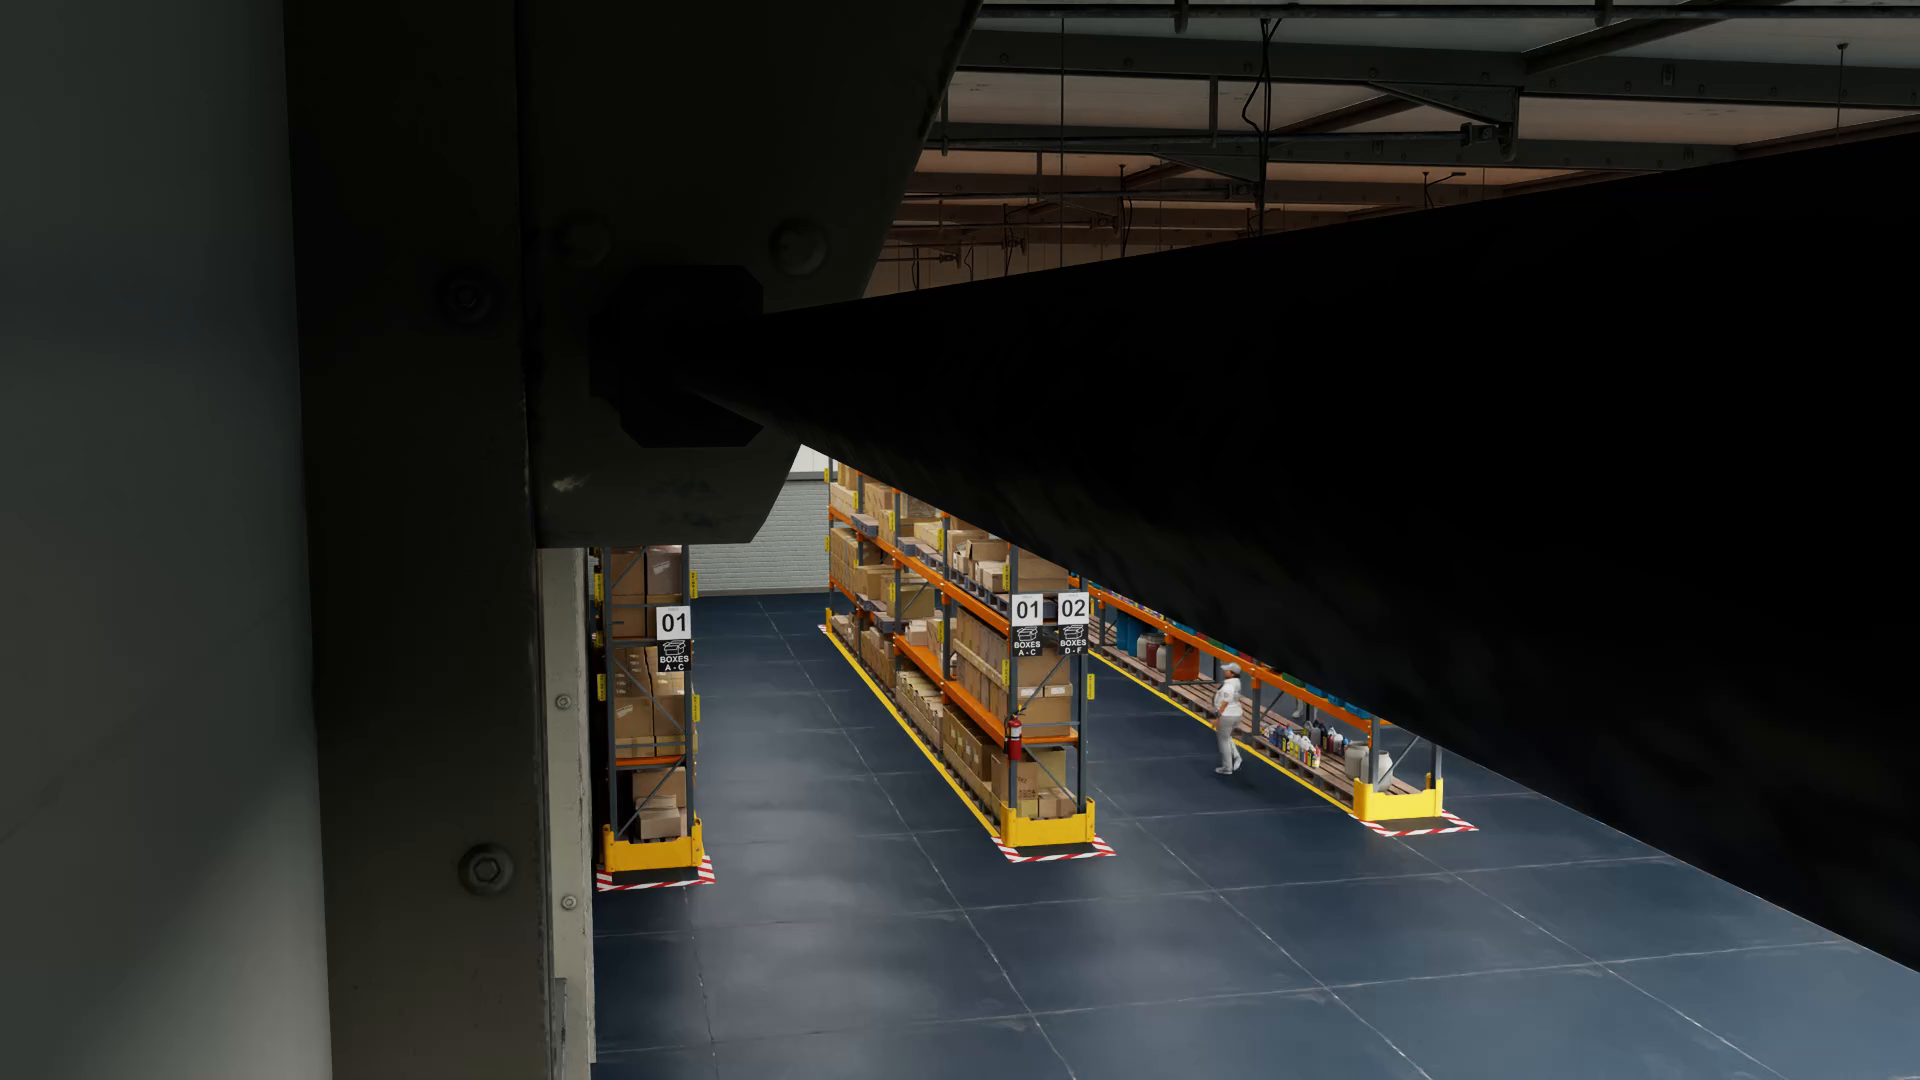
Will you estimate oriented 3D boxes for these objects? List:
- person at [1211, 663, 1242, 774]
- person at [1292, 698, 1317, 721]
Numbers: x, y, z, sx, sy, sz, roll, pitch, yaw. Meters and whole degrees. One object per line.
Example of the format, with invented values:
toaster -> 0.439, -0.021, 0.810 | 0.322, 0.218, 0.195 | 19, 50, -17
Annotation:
person -> 3.900, 2.612, 24.407 | 0.454, 1.636, 0.514 | 6, 9, 42
person -> 5.850, 2.179, 28.038 | 0.474, 1.725, 0.407 | 5, 8, 34
